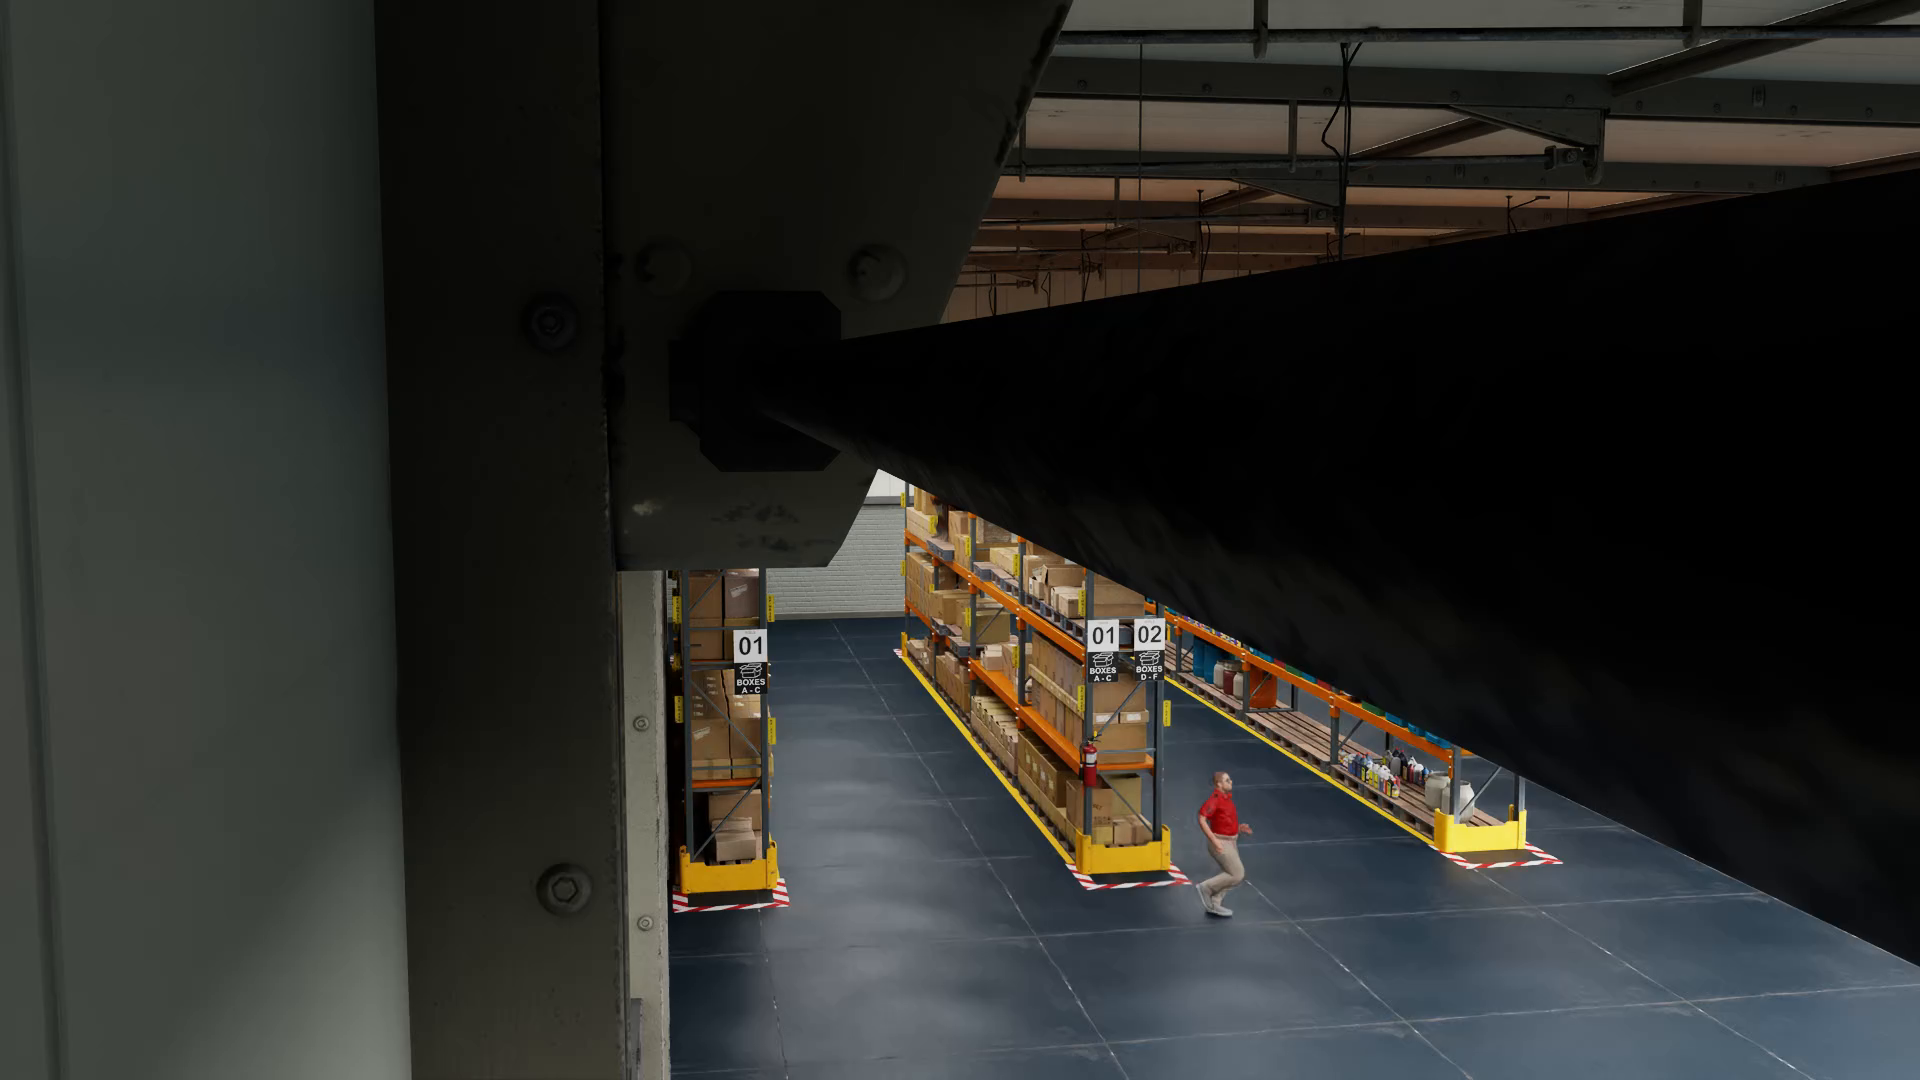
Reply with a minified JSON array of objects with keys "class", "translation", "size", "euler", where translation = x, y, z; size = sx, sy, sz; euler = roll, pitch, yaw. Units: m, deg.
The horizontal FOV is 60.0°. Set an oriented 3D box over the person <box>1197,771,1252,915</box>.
[{"class":"person","translation":[3.064,3.510,19.208],"size":[0.595,1.685,0.666],"euler":[2,6,20]}]
